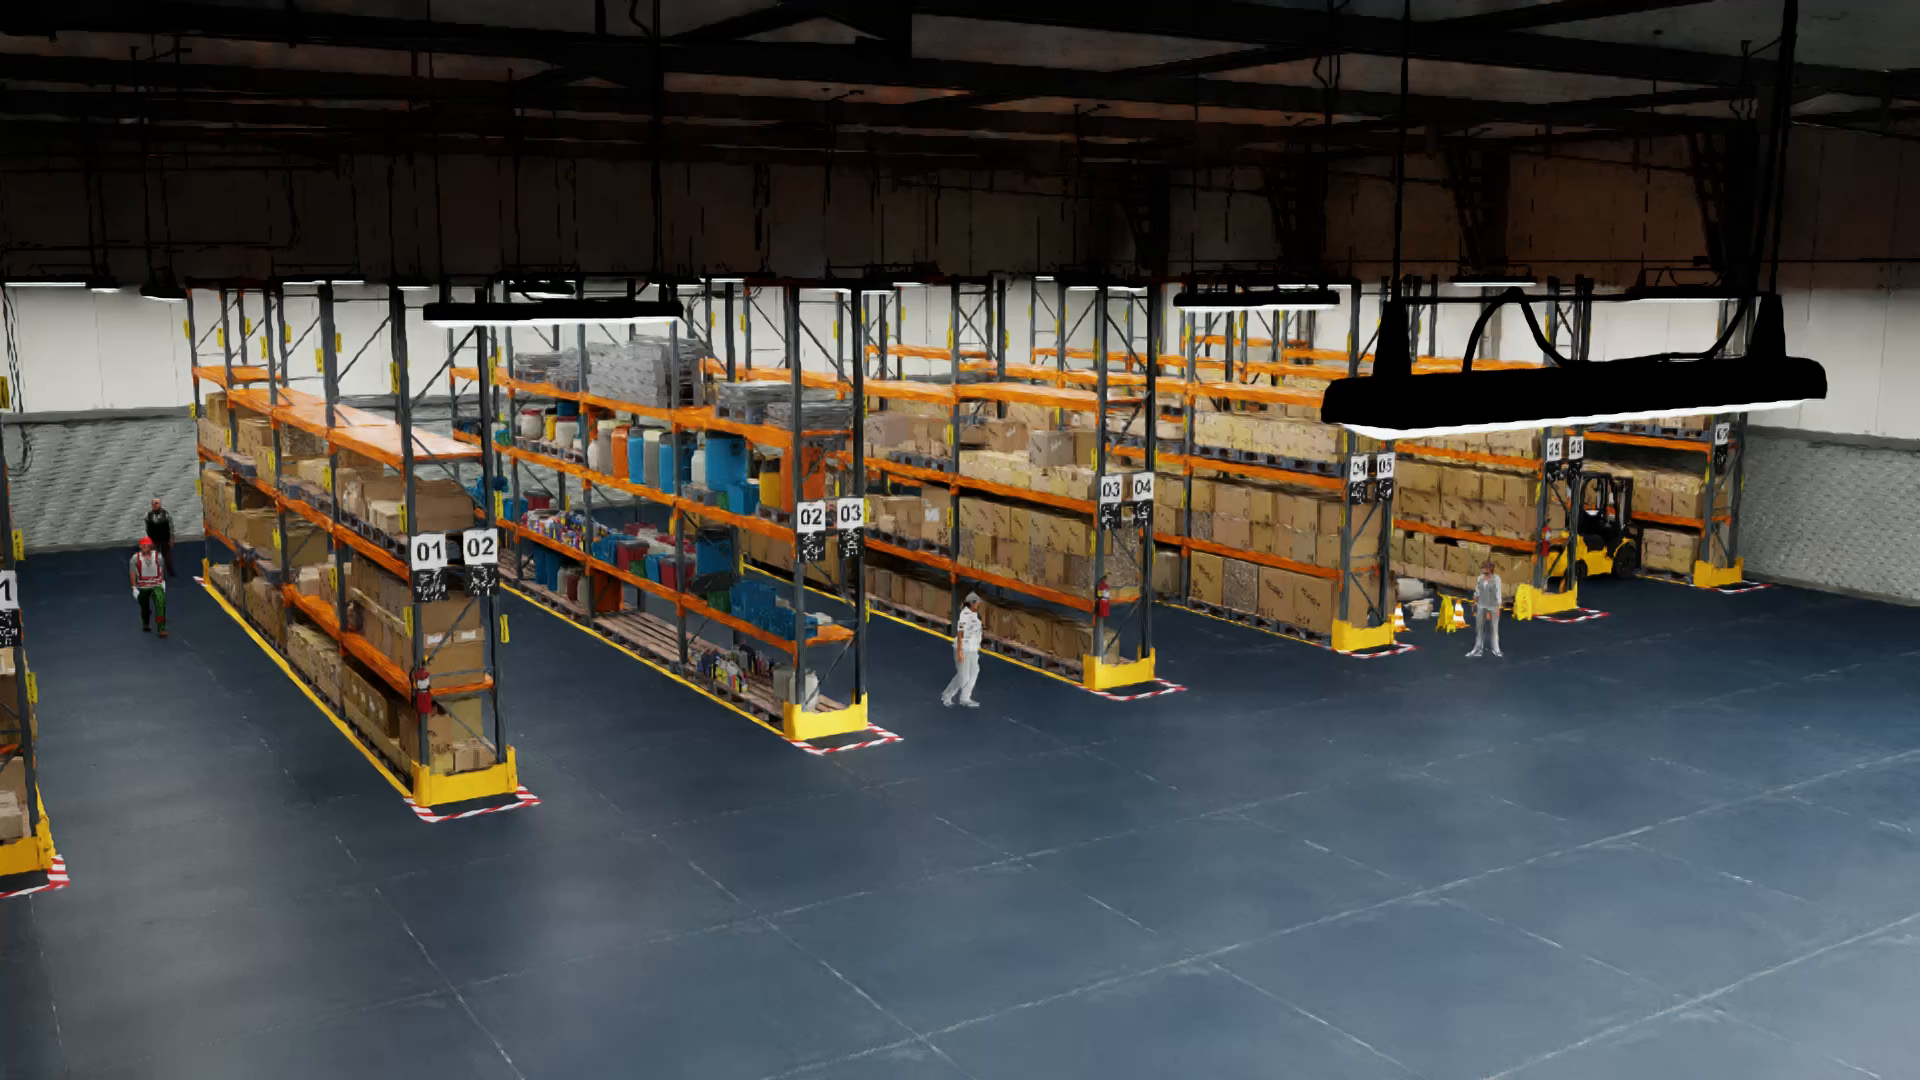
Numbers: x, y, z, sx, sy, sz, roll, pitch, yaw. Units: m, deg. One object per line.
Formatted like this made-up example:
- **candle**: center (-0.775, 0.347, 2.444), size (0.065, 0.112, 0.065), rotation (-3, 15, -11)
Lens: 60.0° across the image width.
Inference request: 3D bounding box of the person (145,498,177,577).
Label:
- **person**: center (-15.843, -0.001, 32.972), size (0.543, 1.693, 0.919), rotation (-2, 10, -14)

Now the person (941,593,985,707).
- **person**: center (0.039, 1.570, 23.750), size (0.590, 1.651, 0.554), rotation (4, 10, 21)

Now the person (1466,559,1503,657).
- **person**: center (8.468, 1.091, 26.730), size (0.536, 1.583, 0.571), rotation (7, 12, 37)

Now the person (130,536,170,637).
- **person**: center (-13.756, 0.769, 28.209), size (0.553, 1.709, 1.123), rotation (-6, 11, -30)
